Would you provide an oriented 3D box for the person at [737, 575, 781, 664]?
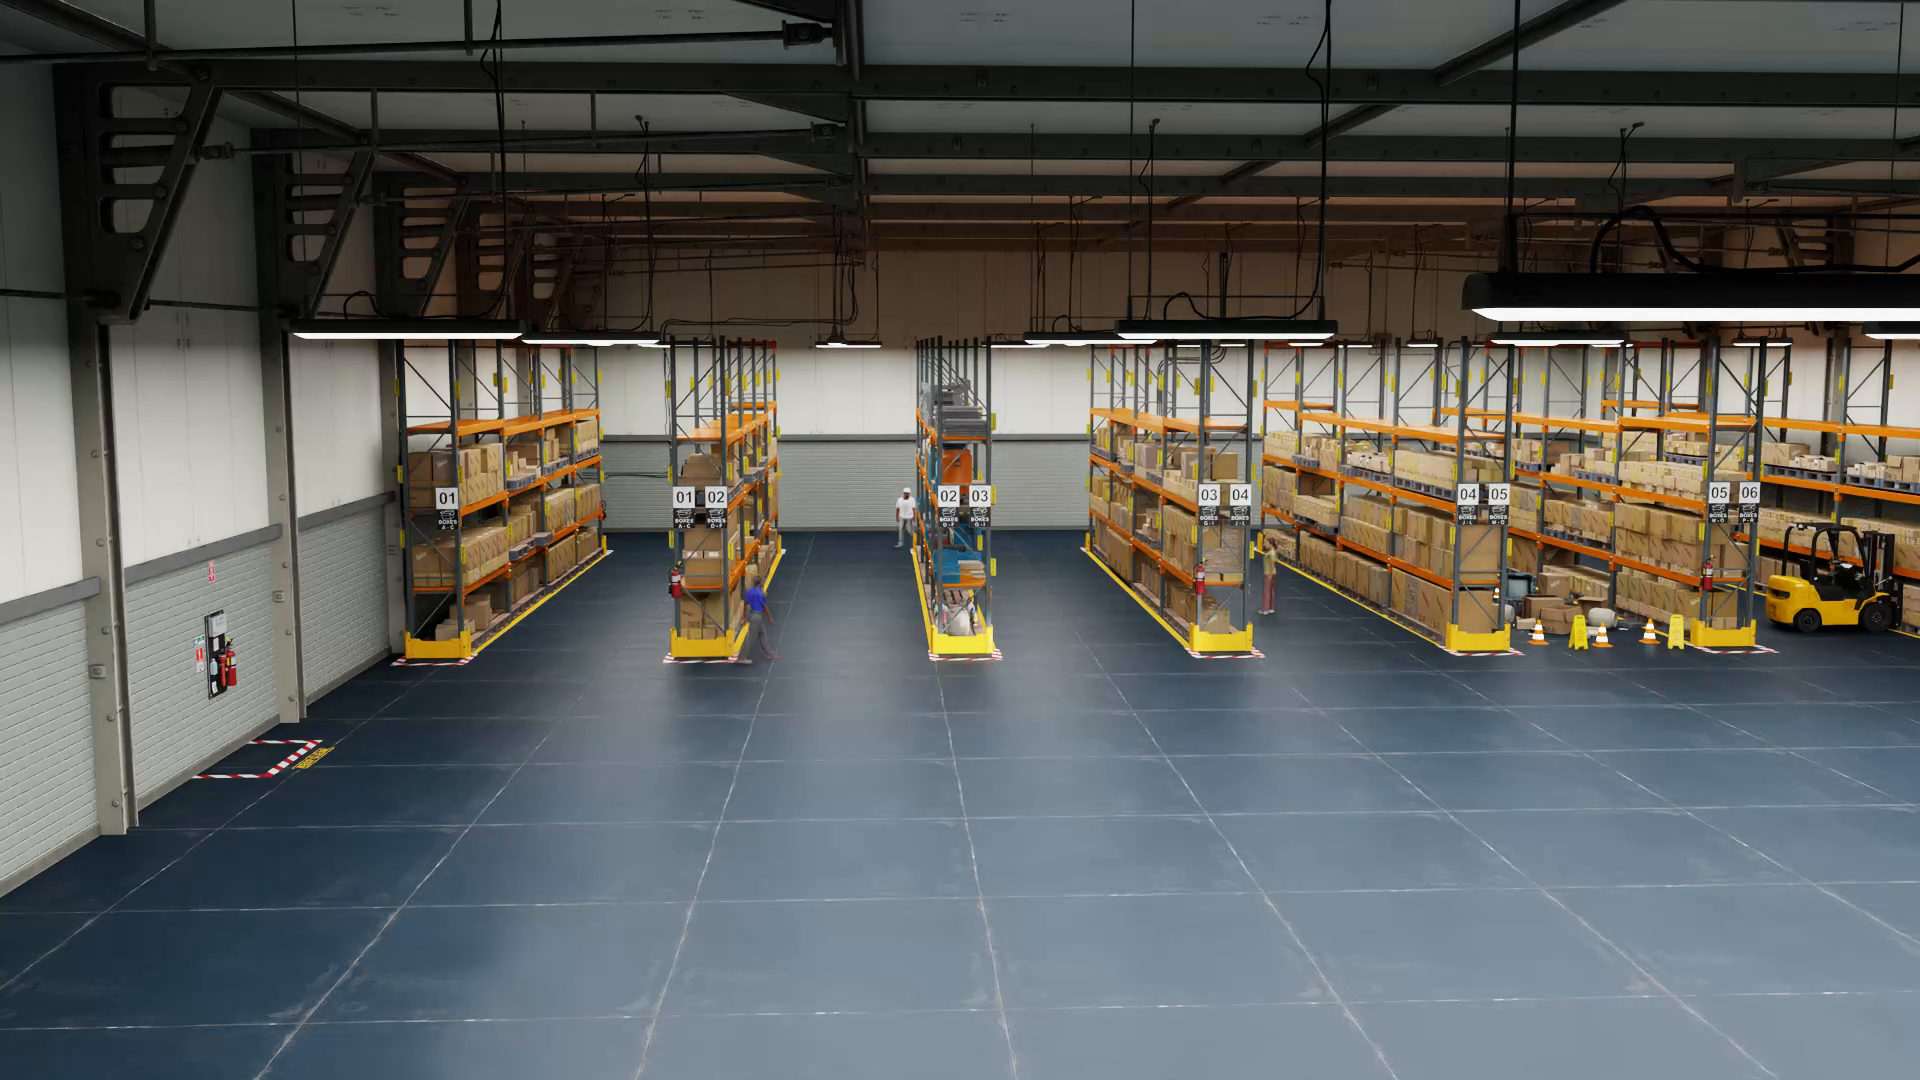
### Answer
[{"bbox_3d":[-3.681,1.454,30.536,0.929,1.604,0.443,-3,7,-26],"label":"person"}]

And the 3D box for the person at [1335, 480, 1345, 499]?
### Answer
[{"bbox_3d":[11.641,-0.981,51.297,0.914,1.748,0.659,-5,8,-36],"label":"person"}]

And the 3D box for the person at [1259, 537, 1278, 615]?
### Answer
[{"bbox_3d":[6.726,0.781,36.297,0.378,1.688,0.461,3,7,23],"label":"person"}]

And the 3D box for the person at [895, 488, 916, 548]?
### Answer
[{"bbox_3d":[-1.573,-0.661,48.551,0.585,1.756,0.817,3,7,24],"label":"person"}]
